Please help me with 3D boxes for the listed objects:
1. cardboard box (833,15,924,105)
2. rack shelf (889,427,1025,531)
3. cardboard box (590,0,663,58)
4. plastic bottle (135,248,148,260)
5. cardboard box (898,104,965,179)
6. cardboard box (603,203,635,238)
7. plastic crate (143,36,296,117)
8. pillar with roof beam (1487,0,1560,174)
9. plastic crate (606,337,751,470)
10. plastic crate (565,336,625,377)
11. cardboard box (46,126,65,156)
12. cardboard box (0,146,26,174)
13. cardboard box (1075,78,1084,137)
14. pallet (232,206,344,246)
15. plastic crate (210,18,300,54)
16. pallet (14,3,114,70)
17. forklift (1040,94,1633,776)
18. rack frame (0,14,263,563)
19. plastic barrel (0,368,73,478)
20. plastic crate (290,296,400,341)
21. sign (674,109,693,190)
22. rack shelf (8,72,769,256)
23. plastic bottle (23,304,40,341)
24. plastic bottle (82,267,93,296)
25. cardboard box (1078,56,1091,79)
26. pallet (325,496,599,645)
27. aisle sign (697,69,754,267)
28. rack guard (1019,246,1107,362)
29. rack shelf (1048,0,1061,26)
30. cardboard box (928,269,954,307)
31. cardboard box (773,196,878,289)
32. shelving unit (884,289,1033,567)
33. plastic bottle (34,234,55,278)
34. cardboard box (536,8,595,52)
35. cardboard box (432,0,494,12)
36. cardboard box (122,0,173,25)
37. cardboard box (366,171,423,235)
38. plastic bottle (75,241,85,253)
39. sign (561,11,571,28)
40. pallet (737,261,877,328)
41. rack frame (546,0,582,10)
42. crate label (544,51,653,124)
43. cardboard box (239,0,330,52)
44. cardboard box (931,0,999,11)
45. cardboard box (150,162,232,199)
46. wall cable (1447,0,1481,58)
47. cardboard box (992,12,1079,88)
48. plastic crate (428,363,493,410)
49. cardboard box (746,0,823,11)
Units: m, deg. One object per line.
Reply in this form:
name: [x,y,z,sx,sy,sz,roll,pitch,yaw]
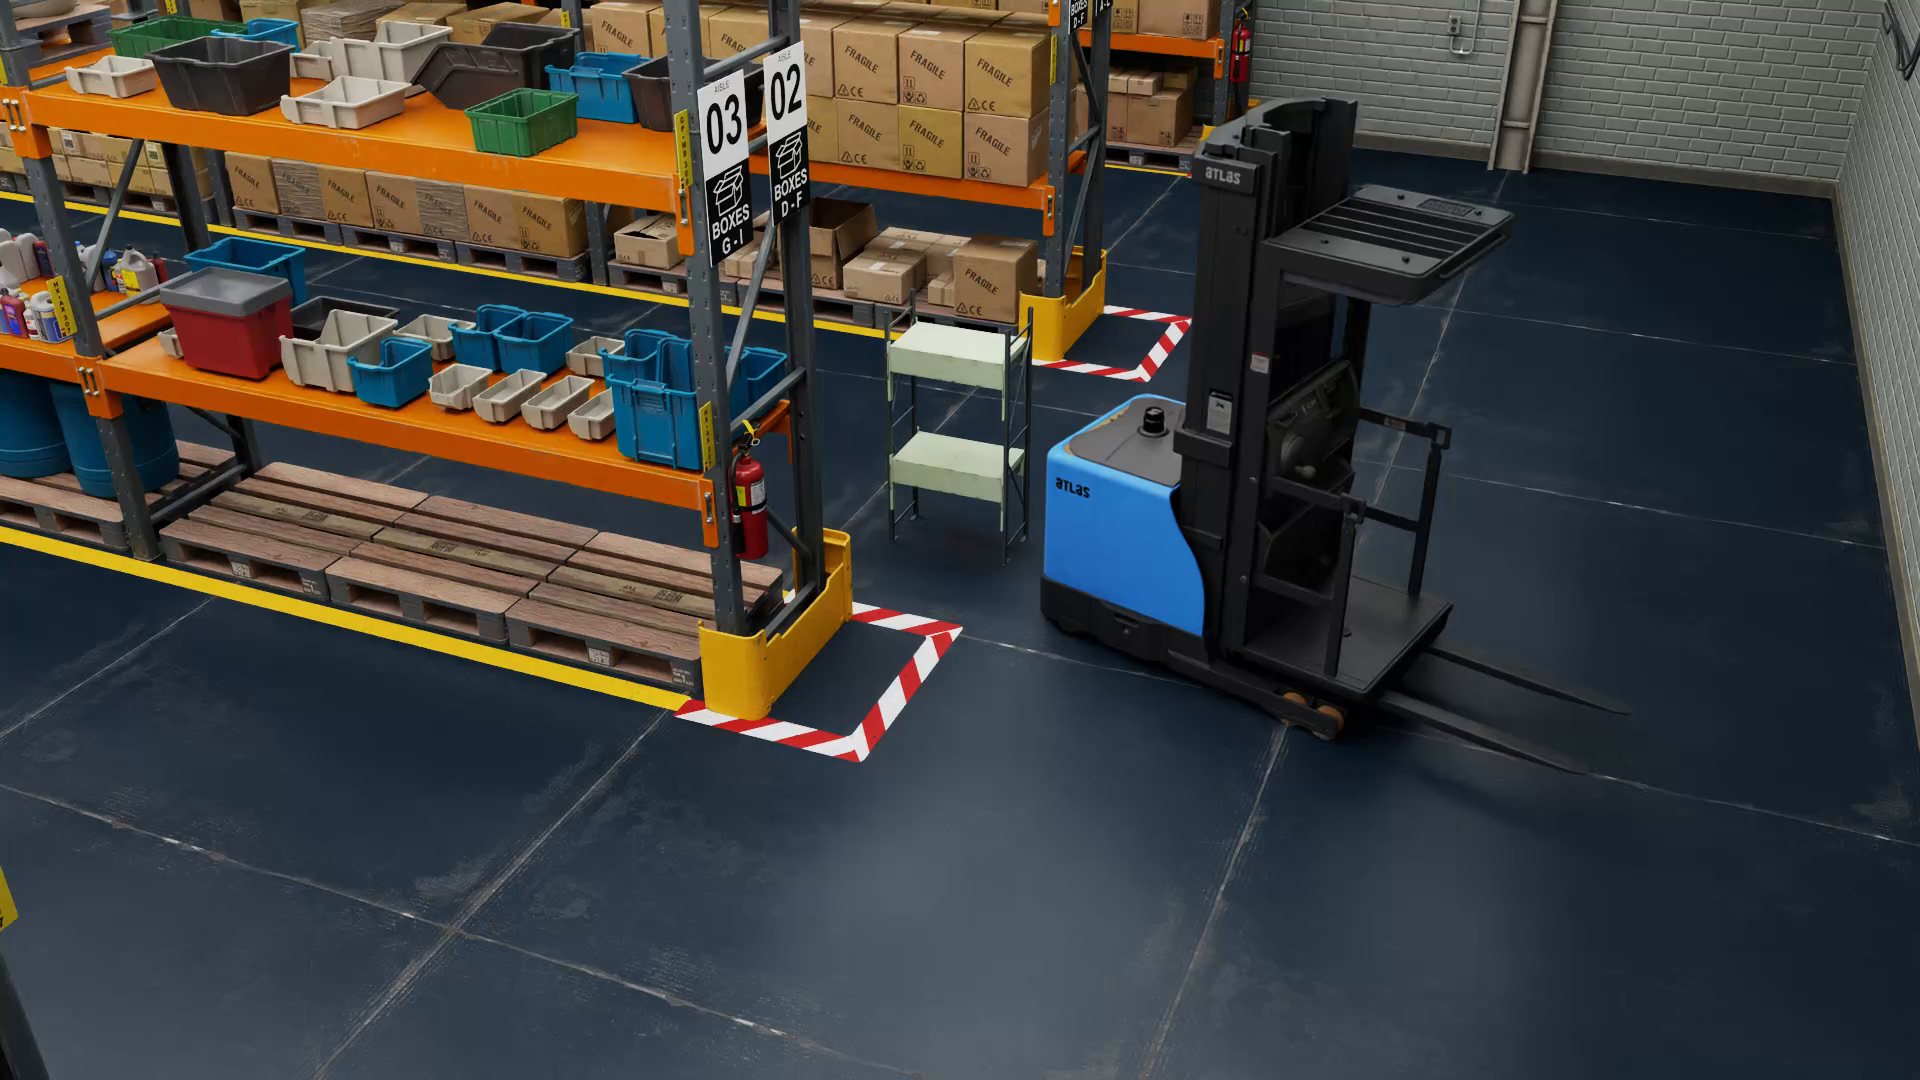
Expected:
cardboard box: [-0.593,-3.546,12.269,0.500,0.500,0.500,12,32,20]
rack shelf: [-0.006,-0.370,9.955,0.720,0.370,0.431,11,31,19]
cardboard box: [-2.502,-3.927,12.942,0.500,0.500,0.500,12,32,20]
plastic bottle: [-5.002,-1.642,10.136,0.133,0.283,0.061,11,31,19]
cardboard box: [-0.126,-3.020,12.354,0.500,0.500,0.500,12,31,20]
cardboard box: [-3.189,-2.967,14.456,0.500,0.500,0.500,10,31,17]
plastic crate: [-3.651,-2.300,8.266,0.590,0.269,0.497,11,31,19]
pillar with roof beam: [3.941,-5.726,11.147,0.400,9.000,9.100,11,31,19]
plastic crate: [-1.373,-0.684,8.226,0.499,0.435,0.616,11,31,19]
plastic crate: [-1.992,-0.995,9.081,0.298,0.136,0.250,11,31,19]
cardboard box: [-8.531,-3.899,15.810,0.500,0.311,0.500,12,32,20]
cardboard box: [-9.011,-3.752,16.118,0.500,0.250,0.500,10,31,18]
cardboard box: [1.117,-4.547,17.270,0.500,0.500,0.700,10,31,17]
pallet: [-5.862,-3.034,15.315,1.213,0.211,1.003,11,31,19]
plastic crate: [-3.735,-2.616,8.862,0.300,0.233,0.416,11,31,19]
pallet: [-5.462,-2.730,9.086,1.003,0.211,1.213,11,31,19]
forklift: [1.926,-0.567,8.186,3.031,2.935,1.130,21,35,32]
rack frame: [-4.699,-1.406,9.600,0.127,3.000,1.000,11,31,19]
plastic barrel: [-5.852,-0.914,10.436,0.708,0.901,0.600,11,31,19]
plastic crate: [-3.560,-1.227,9.503,0.590,0.125,0.437,11,31,19]
sign: [-1.184,-1.672,7.129,0.005,0.325,0.100,11,31,19]
rack shelf: [-2.845,-2.028,8.384,4.000,0.370,1.077,11,31,19]
plastic bottle: [-5.303,-1.254,9.533,0.097,0.201,0.097,0,29,0]
plastic bottle: [-5.353,-1.586,10.120,0.097,0.201,0.097,0,29,0]
cardboard box: [1.300,-4.898,17.233,0.250,0.149,0.380,12,32,20]
pallet: [-2.868,0.152,9.678,1.213,0.211,1.003,11,31,19]
aisle sign: [-1.035,-1.650,7.391,0.004,0.787,0.394,11,31,19]
rack guard: [0.803,-1.849,12.925,0.348,0.500,1.175,11,31,19]
rack shelf: [-0.979,-4.286,12.379,4.000,0.370,1.077,11,31,19]
cardboard box: [-0.064,-1.986,13.058,0.250,0.166,0.380,11,31,19]
cardboard box: [-1.090,-2.423,13.489,0.637,0.503,0.797,11,31,19]
shelving unit: [-0.006,-0.654,9.794,0.755,1.500,0.431,11,31,19]
plastic bottle: [-5.701,-1.781,10.383,0.133,0.283,0.061,11,31,19]
cardboard box: [-3.188,-4.079,13.802,0.500,0.500,0.700,1,30,2]
cardboard box: [-5.872,-6.336,19.654,0.500,0.250,0.500,12,32,20]
cardboard box: [-10.297,-6.813,21.260,0.500,0.500,0.700,9,31,16]
cardboard box: [-4.789,-3.009,14.529,0.500,0.500,0.500,10,31,17]
plastic bottle: [-5.420,-1.711,10.270,0.097,0.271,0.097,0,29,0]
sign: [-3.038,-3.914,12.860,0.005,0.325,0.100,11,31,19]
pallet: [-1.062,-2.097,13.657,1.213,0.211,1.003,11,31,19]
rack frame: [-4.680,-6.663,18.901,0.127,3.000,1.000,11,31,19]
crate label: [-1.725,-2.225,8.152,0.502,0.251,0.408,11,31,19]
cardboard box: [-5.913,-4.565,14.660,0.500,0.500,0.700,1,30,2]
cardboard box: [0.197,-5.808,17.084,0.700,0.700,0.980,10,31,18]
cardboard box: [-7.118,-3.375,15.452,0.500,0.250,0.500,12,32,20]
wall cable: [4.275,-5.819,16.376,1.851,1.984,0.084,11,31,19]
cardboard box: [0.562,-3.604,12.372,0.500,0.500,0.500,12,32,21]
plastic crate: [-2.627,-0.792,8.721,0.250,0.136,0.298,11,31,19]
cardboard box: [-1.324,-3.980,13.036,0.500,0.500,0.500,12,31,20]
